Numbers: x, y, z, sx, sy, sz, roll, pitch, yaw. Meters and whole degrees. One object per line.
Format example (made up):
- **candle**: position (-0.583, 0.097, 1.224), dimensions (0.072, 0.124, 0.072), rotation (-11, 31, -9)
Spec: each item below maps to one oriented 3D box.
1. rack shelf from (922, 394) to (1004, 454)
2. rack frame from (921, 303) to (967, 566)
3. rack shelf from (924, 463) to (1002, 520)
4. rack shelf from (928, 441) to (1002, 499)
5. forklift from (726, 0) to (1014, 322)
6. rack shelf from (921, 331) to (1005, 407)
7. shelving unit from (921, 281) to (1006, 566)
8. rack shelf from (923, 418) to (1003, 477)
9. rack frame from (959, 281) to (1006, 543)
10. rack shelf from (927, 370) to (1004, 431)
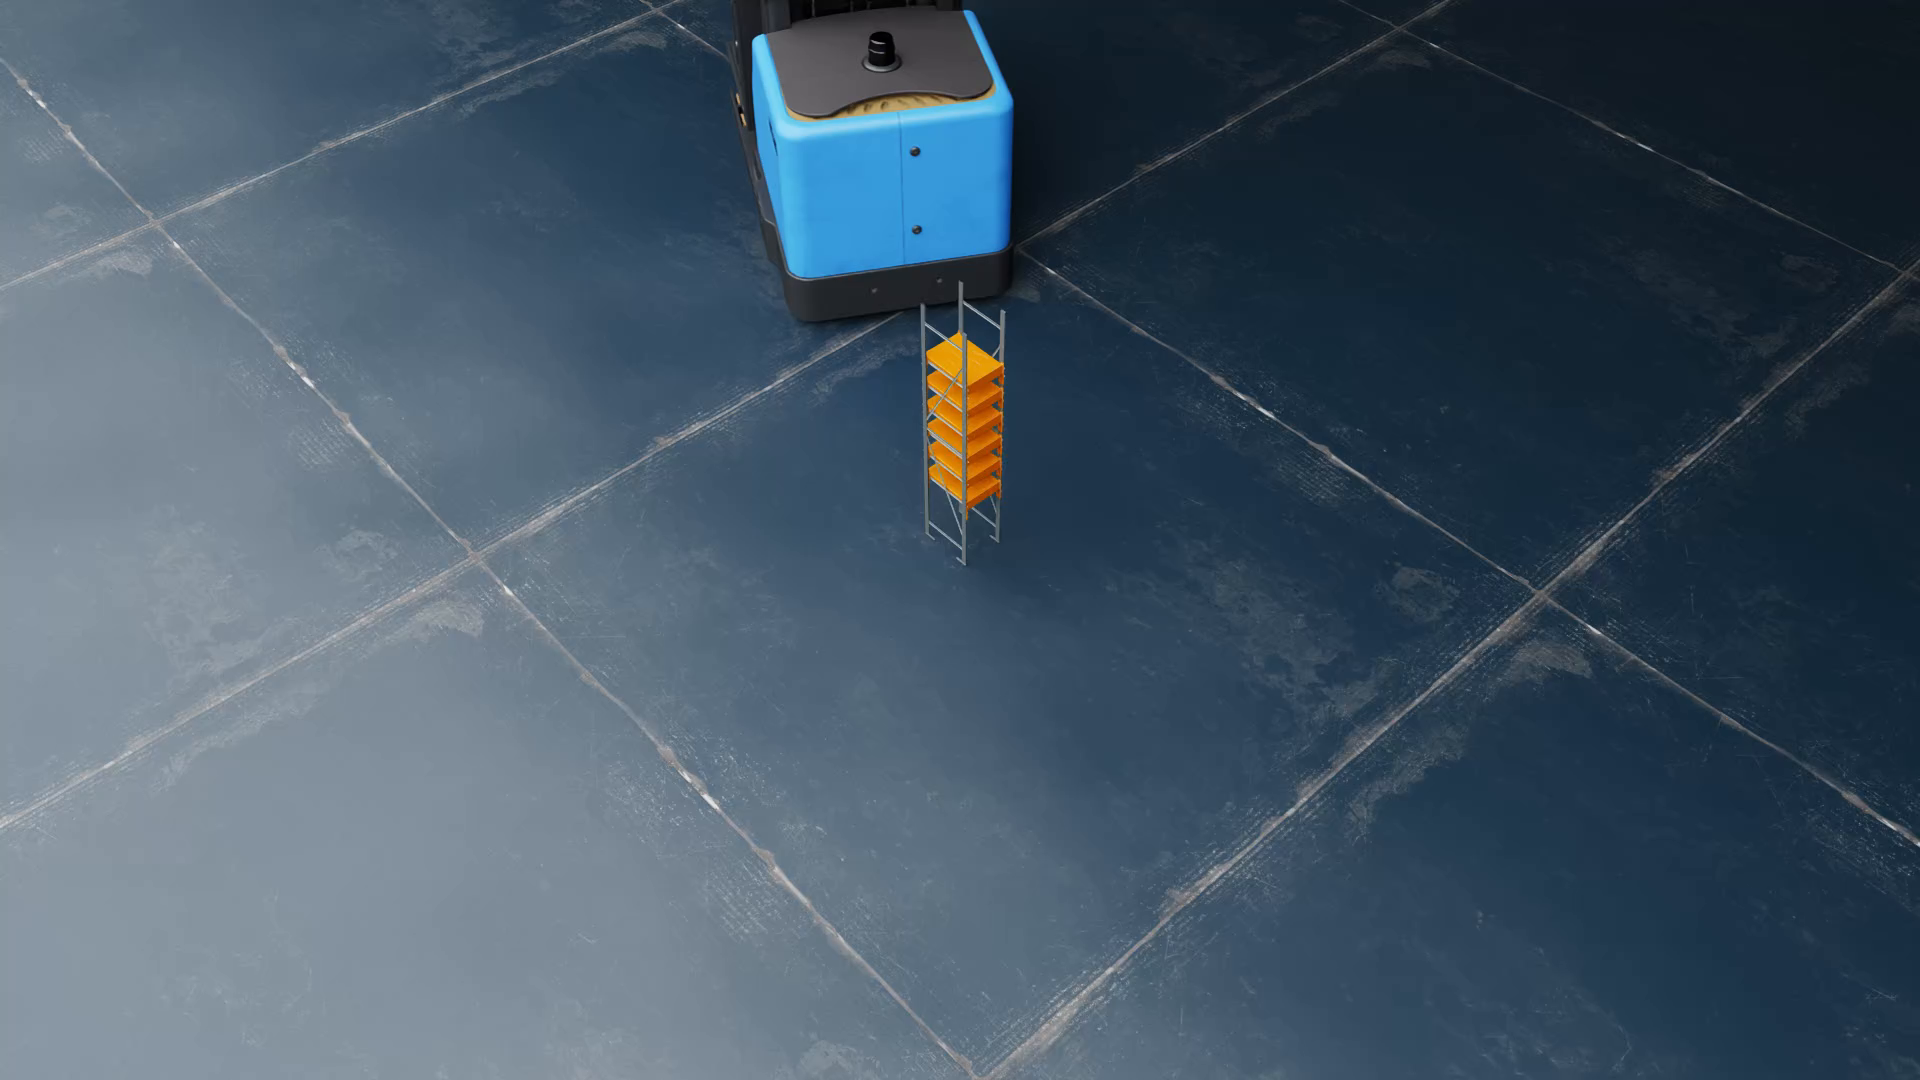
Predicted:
- **rack shelf**: position (0.011, -0.465, 6.260), dimensions (0.180, 0.103, 0.258), rotation (-34, 56, -27)
- **rack frame**: position (-0.057, -0.369, 6.274), dimensions (0.006, 1.200, 0.240), rotation (-34, 56, -27)
- **rack shelf**: position (0.011, -0.221, 6.525), dimensions (0.180, 0.103, 0.258), rotation (-34, 56, -27)
- **rack shelf**: position (0.011, -0.303, 6.436), dimensions (0.180, 0.103, 0.258), rotation (-34, 56, -27)
- **forklift**: position (-0.584, -3.092, 7.609), dimensions (1.130, 2.935, 3.031), rotation (-10, 48, -9)
- **rack shelf**: position (0.011, -0.628, 6.084), dimensions (0.180, 0.103, 0.258), rotation (-34, 56, -27)
- **shelving unit**: position (0.011, -0.414, 6.316), dimensions (0.189, 1.200, 0.258), rotation (-34, 56, -27)
- **rack shelf**: position (0.011, -0.384, 6.348), dimensions (0.180, 0.103, 0.258), rotation (-34, 56, -27)
- **rack frame**: position (0.078, -0.459, 6.357), dimensions (0.006, 1.200, 0.240), rotation (-34, 56, -27)
- **rack shelf**: position (0.011, -0.547, 6.172), dimensions (0.180, 0.103, 0.258), rotation (-34, 56, -27)
